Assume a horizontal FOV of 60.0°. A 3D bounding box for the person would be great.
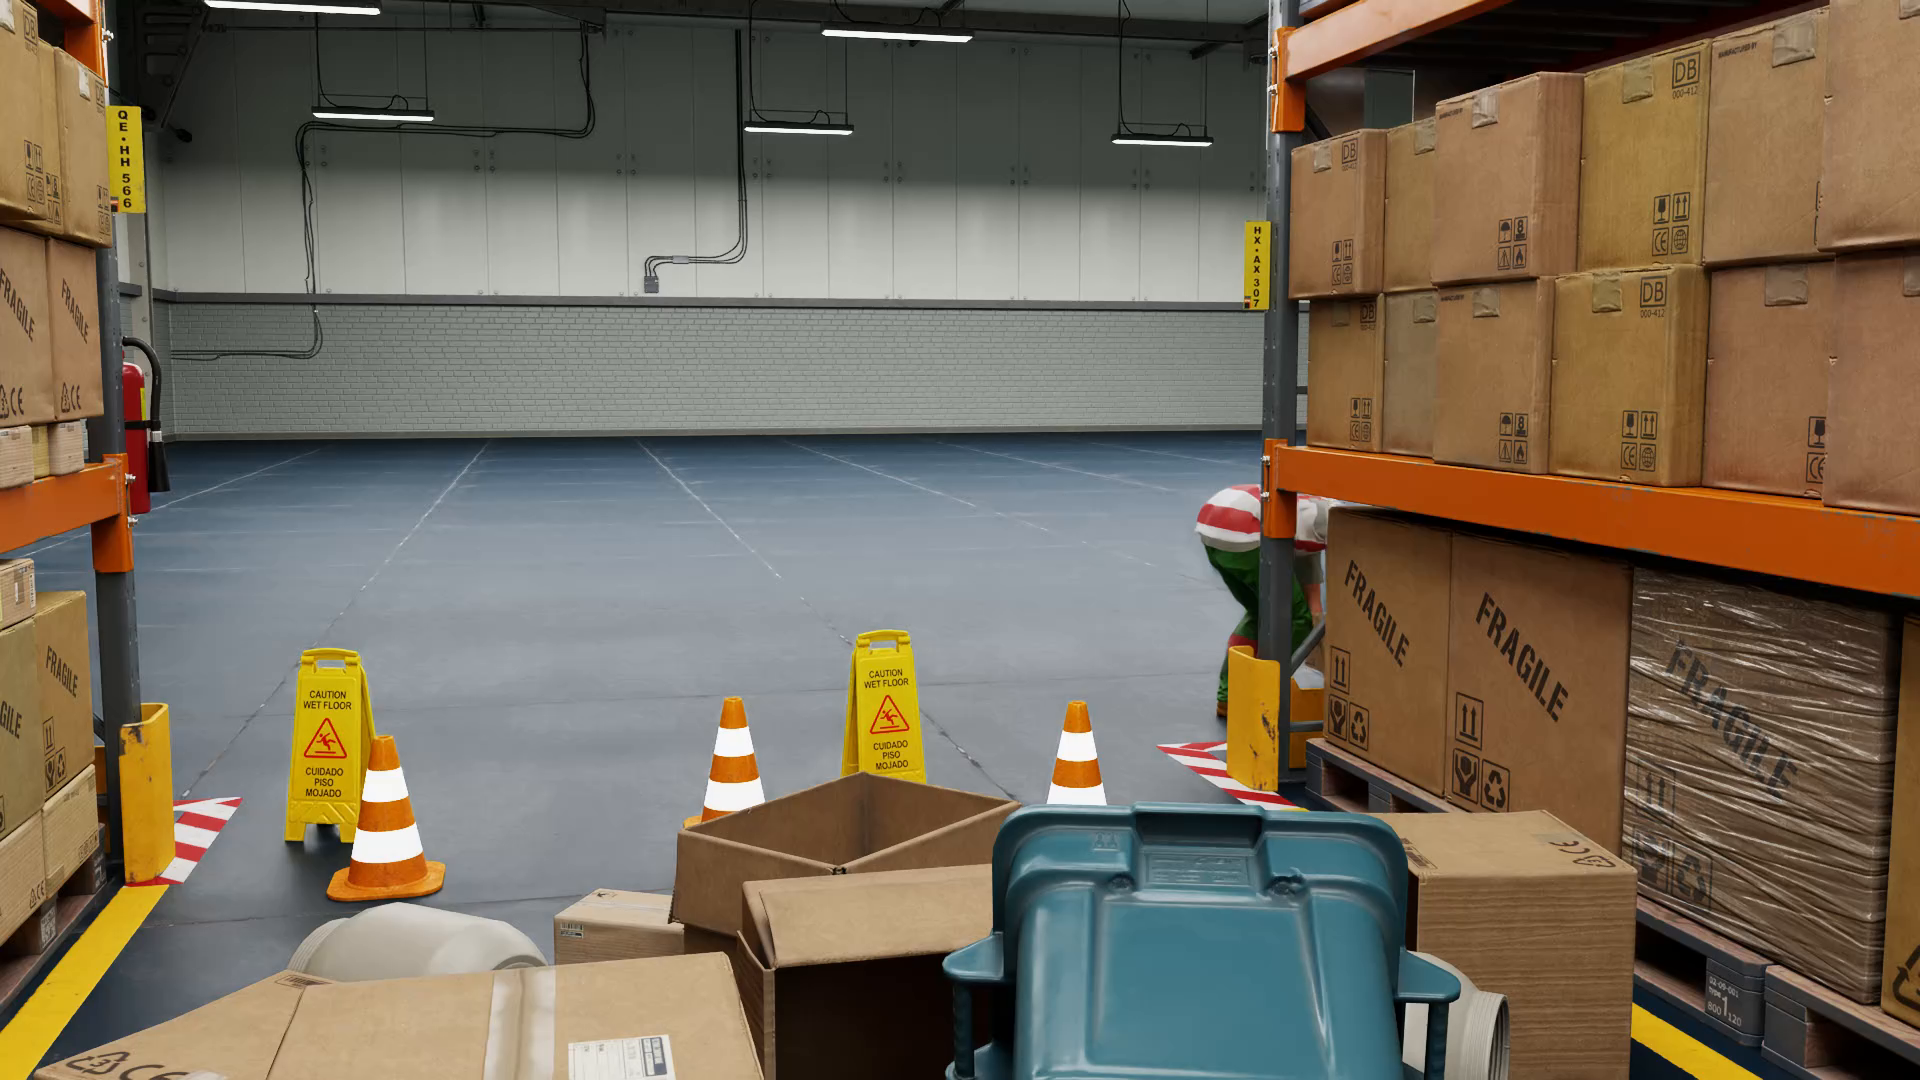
[{"bbox_3d":[1.541,0.276,7.548,0.964,1.072,0.514,-2,6,-16],"label":"person"}]
